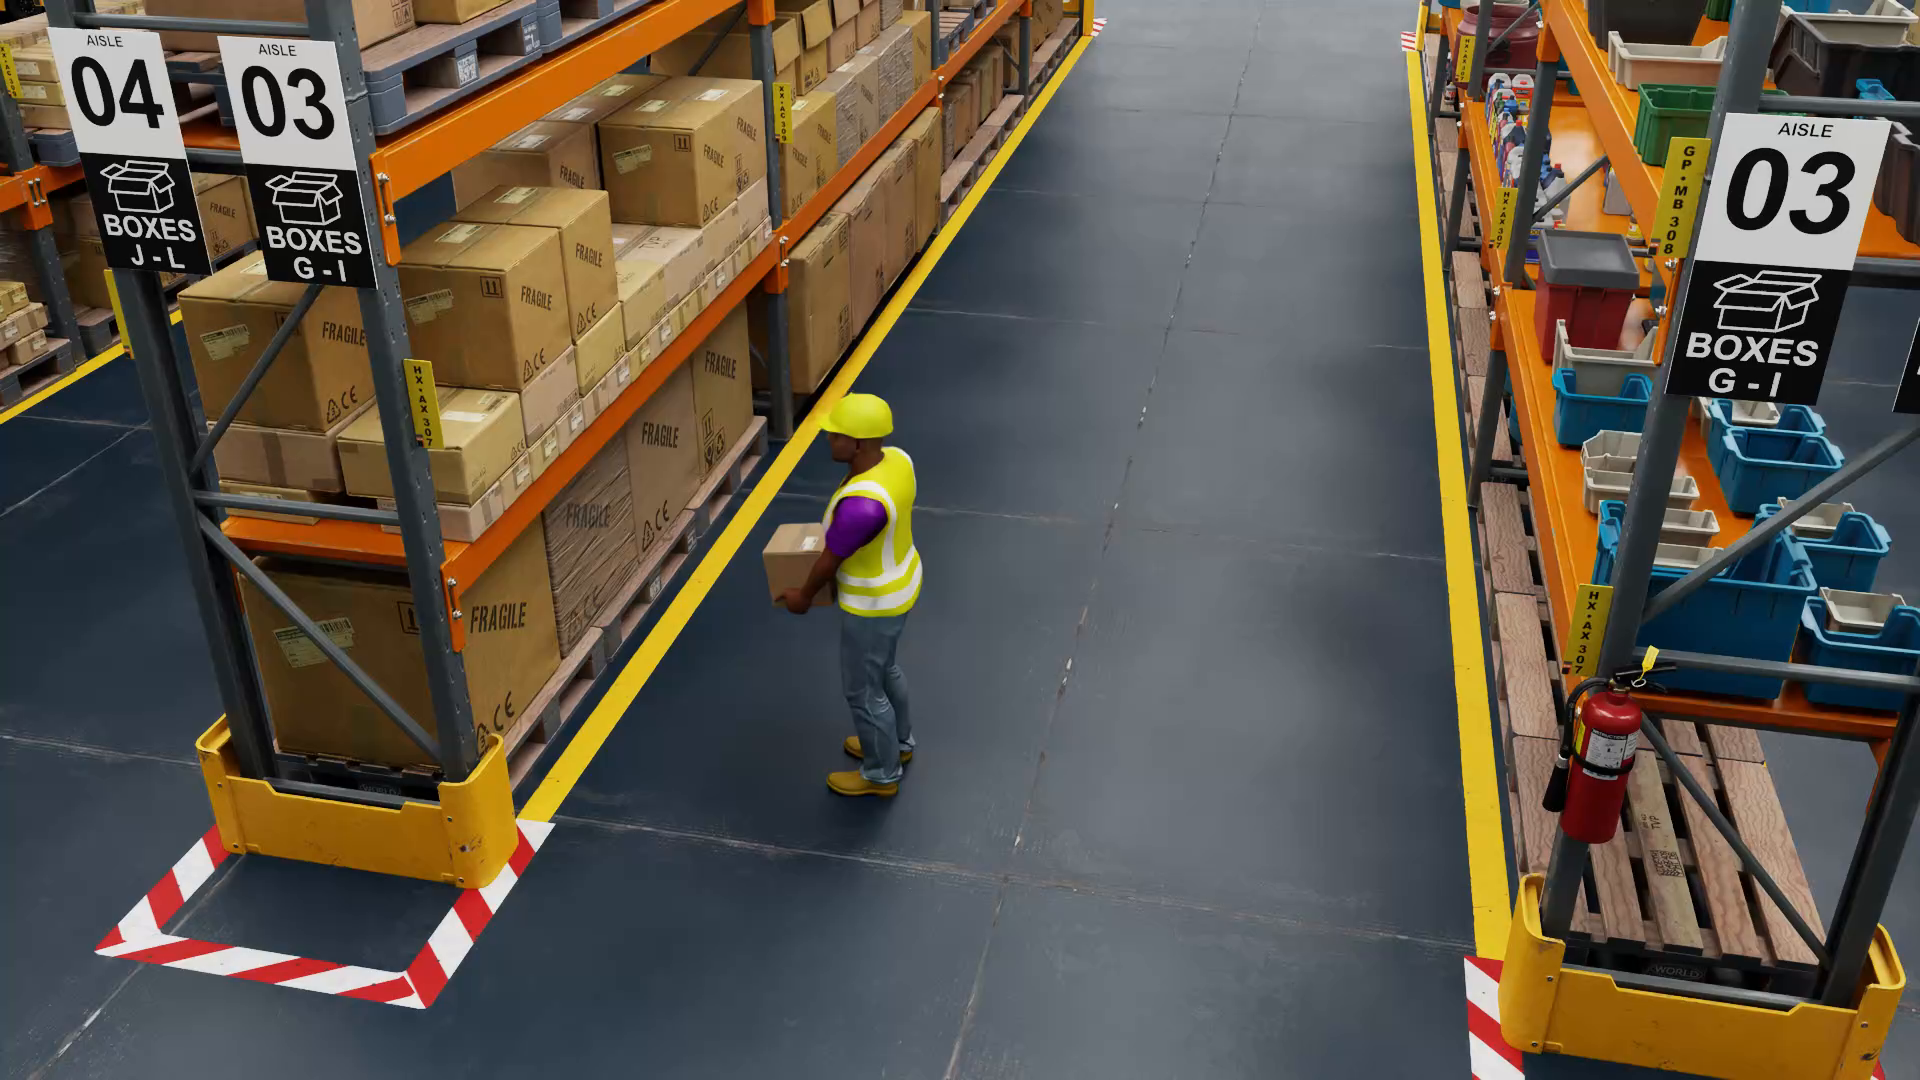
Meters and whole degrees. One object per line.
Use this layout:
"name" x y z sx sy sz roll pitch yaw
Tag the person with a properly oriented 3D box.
"person" -0.444 0.219 6.702 0.567 1.762 0.505 5 29 10
